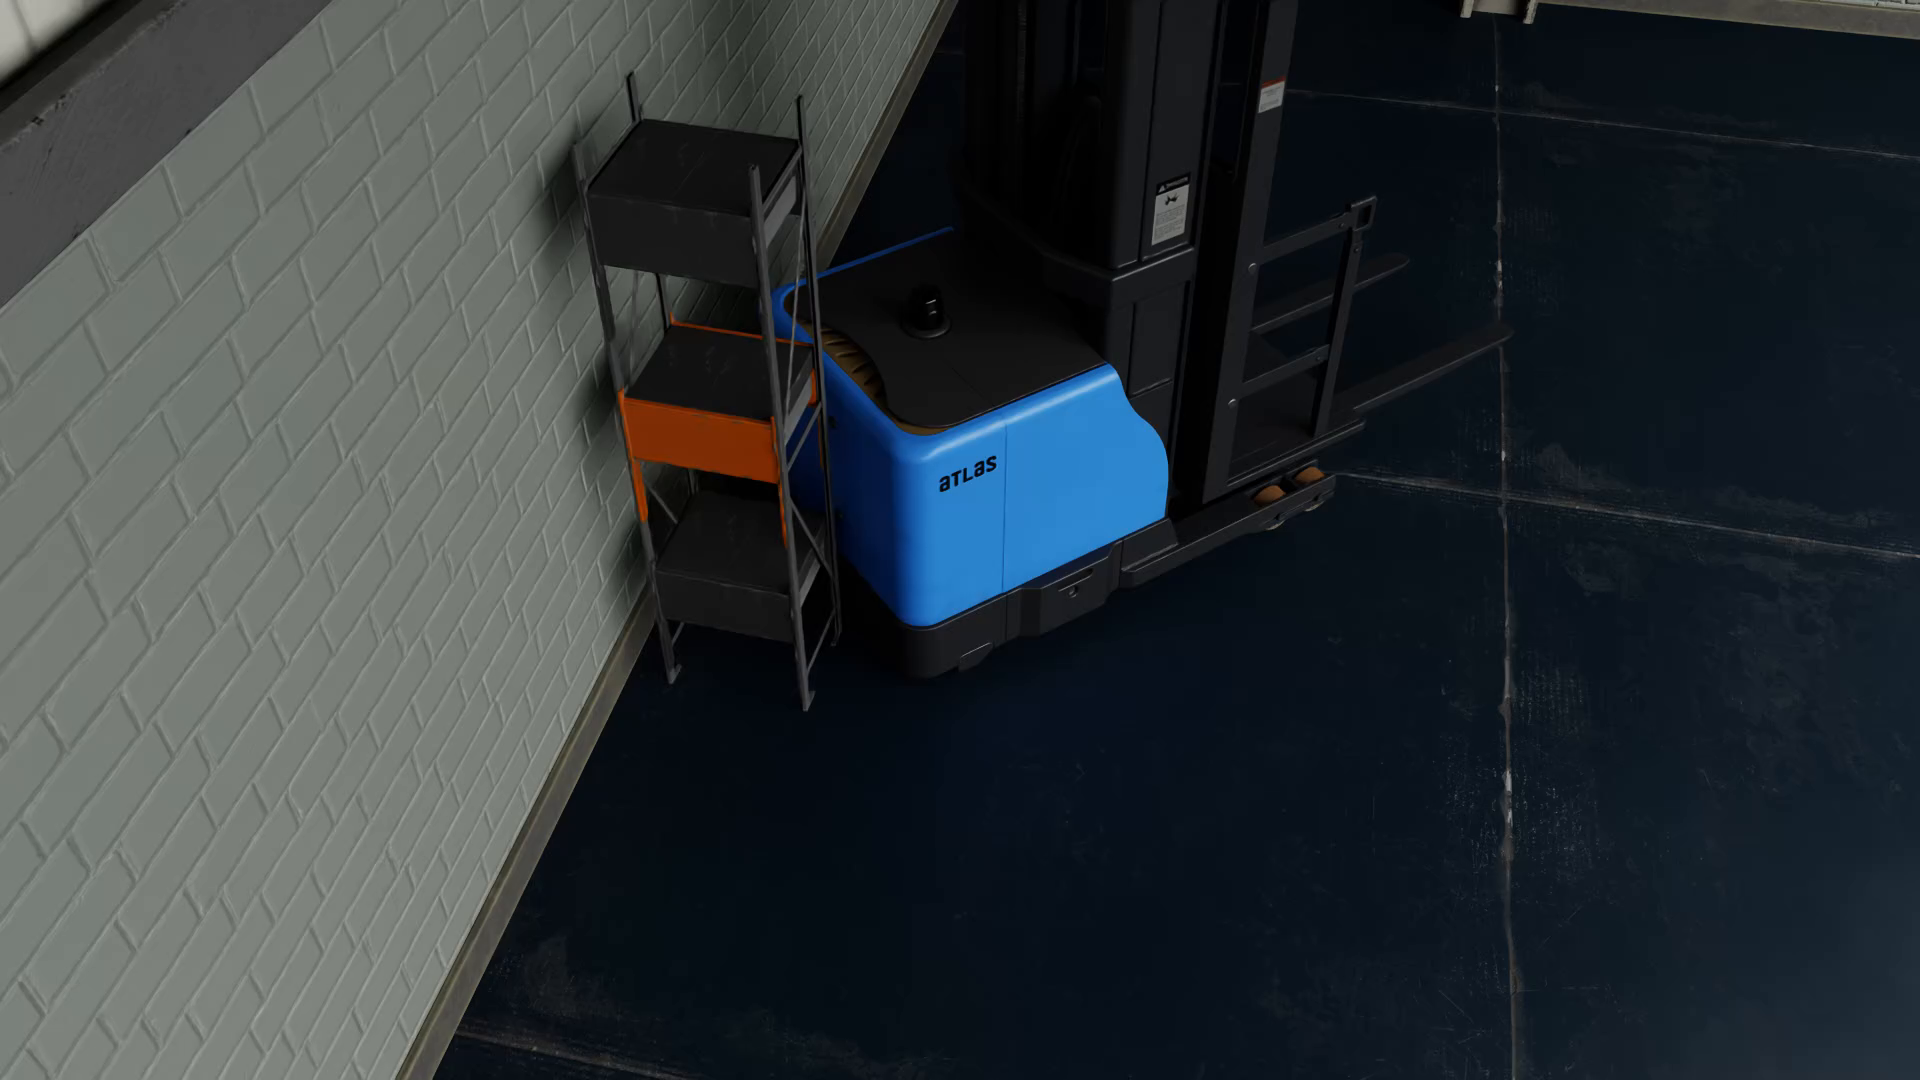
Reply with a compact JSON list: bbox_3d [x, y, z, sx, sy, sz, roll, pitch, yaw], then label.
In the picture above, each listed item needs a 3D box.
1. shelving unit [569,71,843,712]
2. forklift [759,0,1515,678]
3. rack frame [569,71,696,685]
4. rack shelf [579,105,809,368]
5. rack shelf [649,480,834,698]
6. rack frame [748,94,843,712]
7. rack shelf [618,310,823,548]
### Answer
[{"bbox_3d":[-0.712,-0.350,5.099,0.503,2.100,0.431,10,45,10],"label":"shelving unit"},{"bbox_3d":[0.827,-1.380,5.570,3.031,2.935,1.130,-24,49,-23],"label":"forklift"},{"bbox_3d":[-0.948,-0.392,5.144,0.015,2.100,0.400,10,45,10],"label":"rack frame"},{"bbox_3d":[-0.712,-0.844,4.623,0.480,0.518,0.431,10,45,10],"label":"rack shelf"},{"bbox_3d":[-0.712,0.164,5.594,0.480,0.518,0.431,10,45,10],"label":"rack shelf"},{"bbox_3d":[-0.476,-0.307,5.055,0.015,2.100,0.400,10,45,10],"label":"rack frame"},{"bbox_3d":[-0.712,-0.340,5.109,0.480,0.518,0.431,10,45,10],"label":"rack shelf"}]
